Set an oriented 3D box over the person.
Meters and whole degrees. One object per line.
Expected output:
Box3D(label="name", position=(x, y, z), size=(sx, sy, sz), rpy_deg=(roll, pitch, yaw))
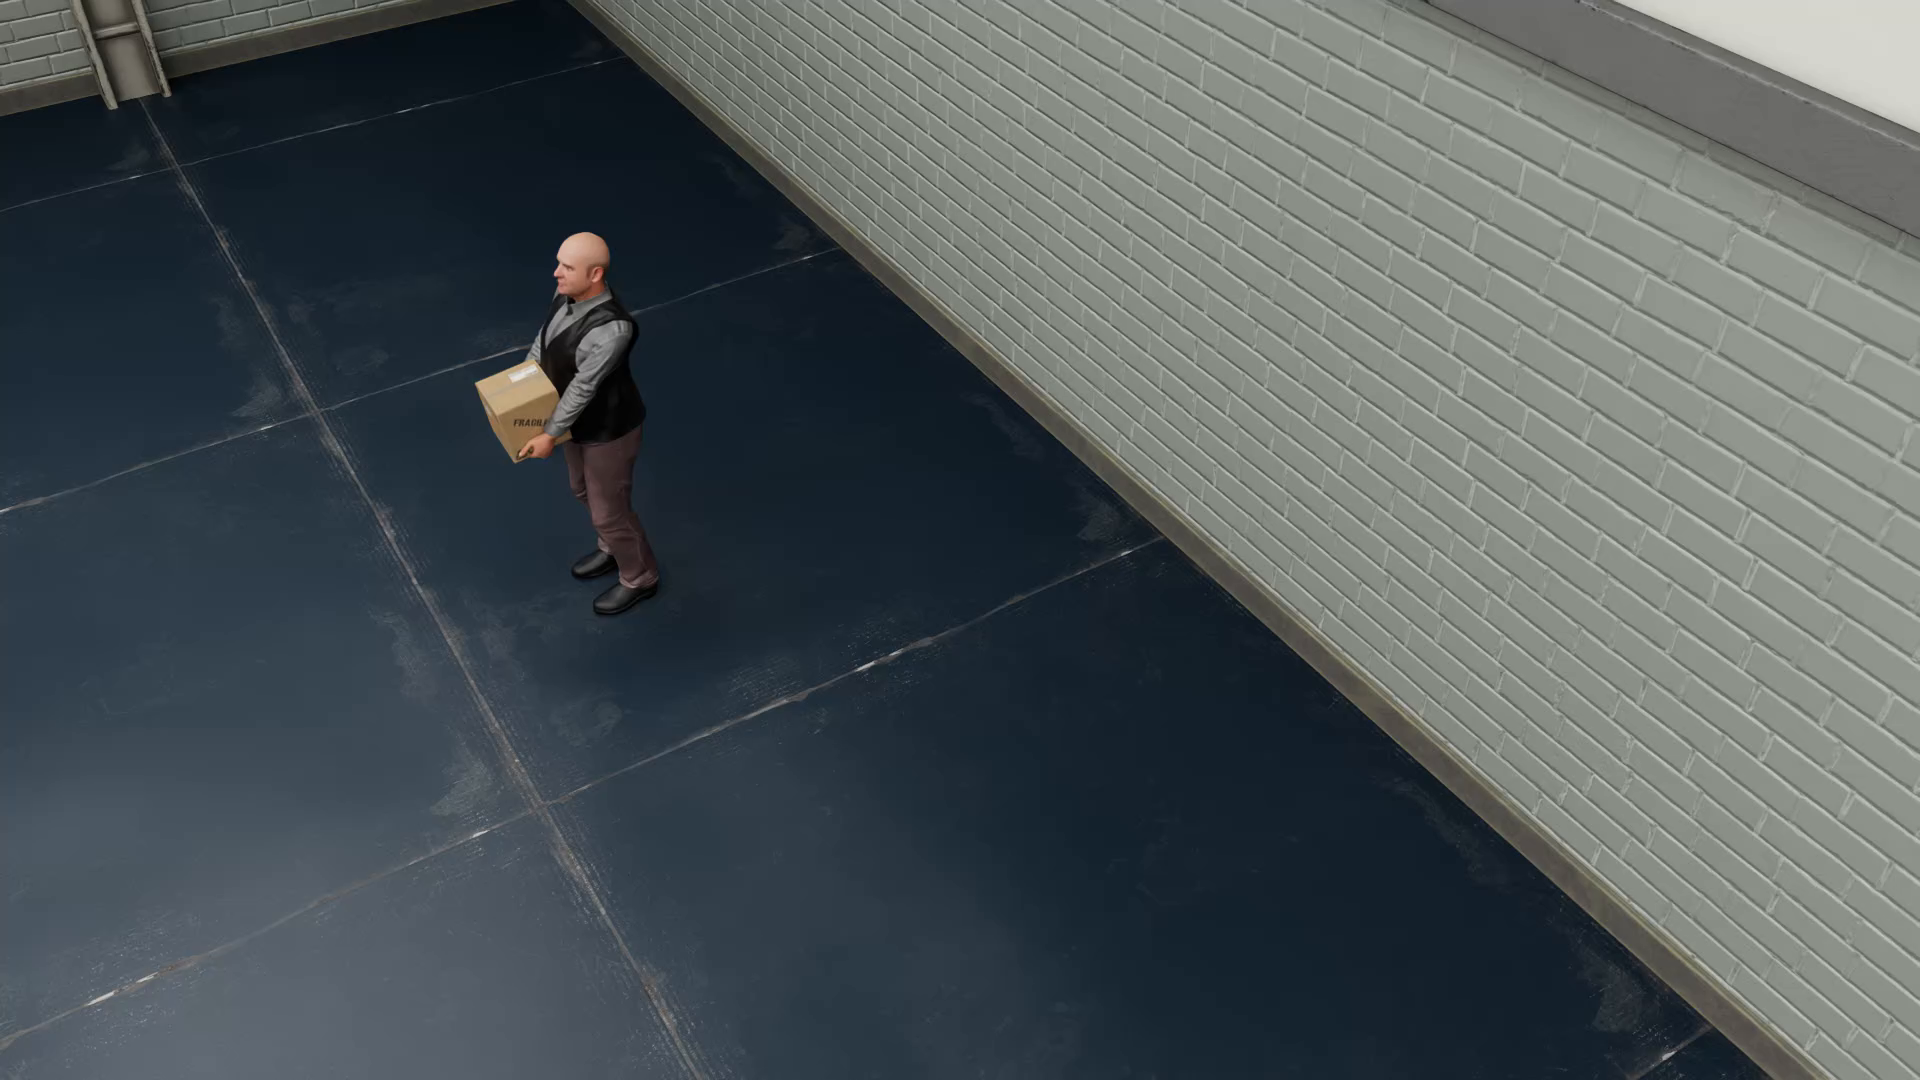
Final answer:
Box3D(label="person", position=(-1.540, -0.436, 6.694), size=(0.549, 1.712, 0.494), rpy_deg=(-22, 45, -23))
